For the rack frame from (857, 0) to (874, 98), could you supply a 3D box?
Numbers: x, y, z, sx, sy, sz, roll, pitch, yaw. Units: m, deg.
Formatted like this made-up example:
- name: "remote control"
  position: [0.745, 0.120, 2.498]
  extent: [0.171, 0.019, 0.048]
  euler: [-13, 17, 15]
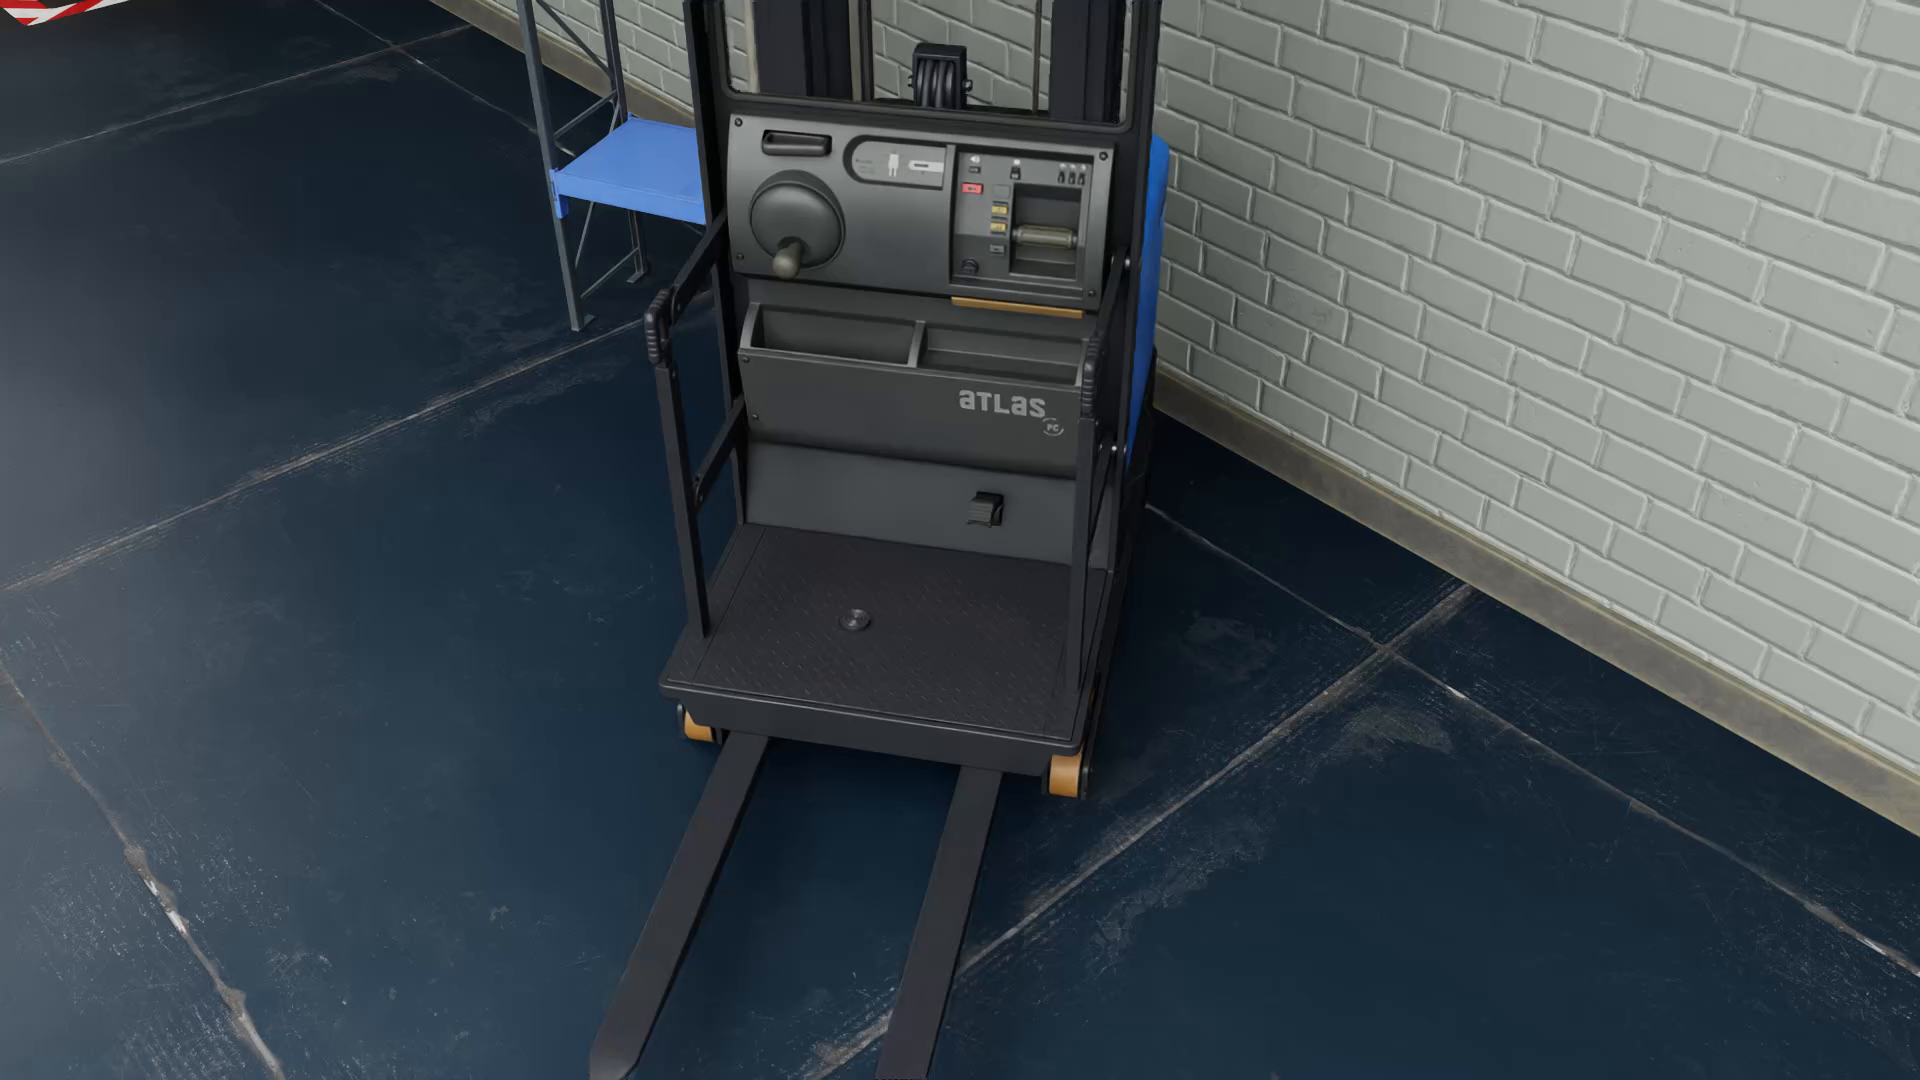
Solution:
- name: "rack frame"
  position: [-0.403, -1.260, 5.617]
  extent: [0.032, 1.500, 0.500]
  euler: [15, 41, 18]

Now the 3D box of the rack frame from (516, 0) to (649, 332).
- name: "rack frame"
  position: [-1.340, -1.508, 5.924]
  extent: [0.032, 1.500, 0.500]
  euler: [15, 41, 18]

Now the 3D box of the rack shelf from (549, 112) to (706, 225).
- name: "rack shelf"
  position: [-0.872, -1.244, 5.883]
  extent: [1.000, 0.185, 0.538]
  euler: [15, 41, 18]

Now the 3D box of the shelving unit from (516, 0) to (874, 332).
- name: "shelving unit"
  position: [-0.872, -1.384, 5.770]
  extent: [1.048, 1.500, 0.538]
  euler: [15, 41, 18]

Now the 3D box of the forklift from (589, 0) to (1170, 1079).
- name: "forklift"
  position: [-0.145, -0.717, 3.806]
  extent: [1.130, 2.935, 3.031]
  euler: [7, 40, 9]

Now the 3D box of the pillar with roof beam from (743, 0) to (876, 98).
- name: "pillar with roof beam"
  position: [-3.731, -2.876, 1.649]
  extent: [9.100, 9.000, 0.400]
  euler: [-30, 48, -32]
